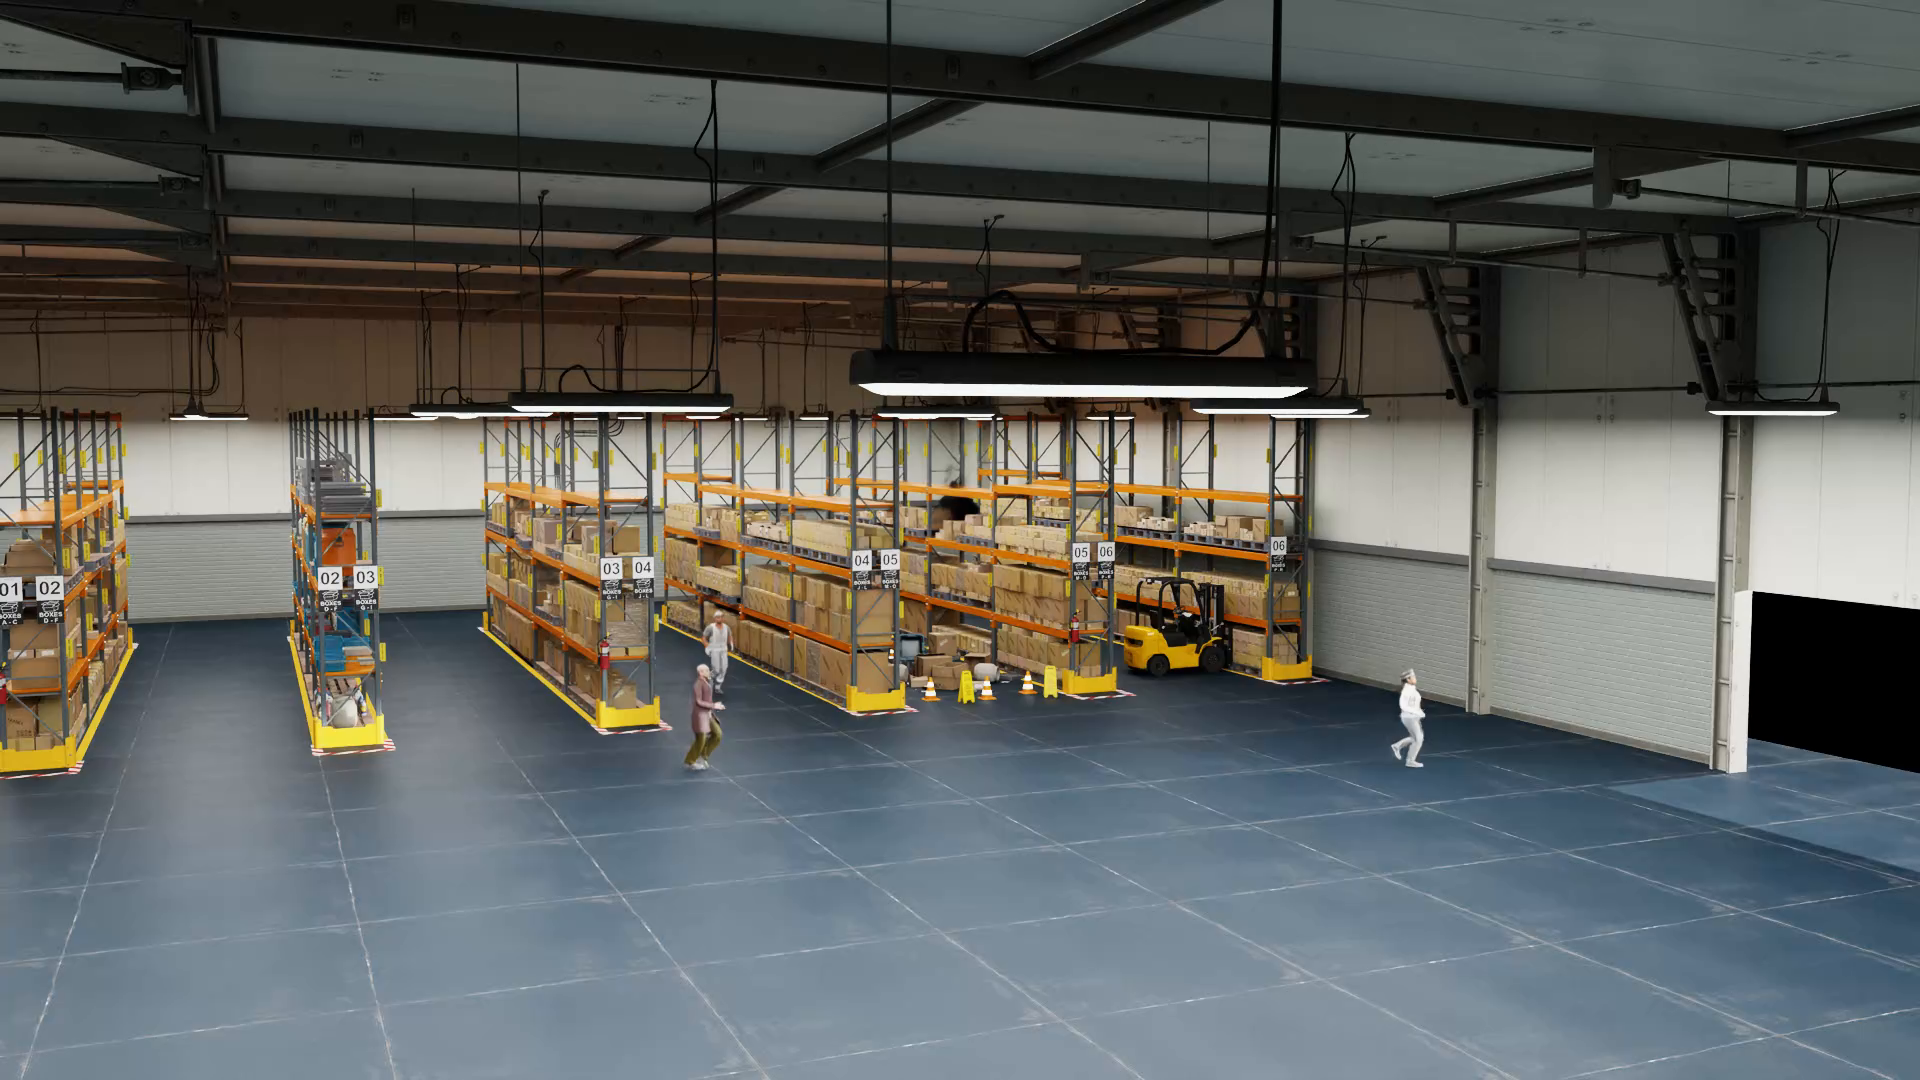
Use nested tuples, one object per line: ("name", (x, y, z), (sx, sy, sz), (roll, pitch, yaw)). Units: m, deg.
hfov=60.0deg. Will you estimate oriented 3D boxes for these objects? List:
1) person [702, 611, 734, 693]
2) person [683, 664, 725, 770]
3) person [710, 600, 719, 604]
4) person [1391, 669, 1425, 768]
("person", (-5.116, 2.377, 35.321), (0.673, 1.751, 0.590), (-3, 5, -33))
("person", (-4.199, 2.935, 27.397), (0.744, 1.798, 0.732), (1, 4, 10))
("person", (-7.336, 1.388, 49.233), (0.887, 1.779, 0.691), (2, 5, 31))
("person", (7.482, 2.956, 27.707), (0.559, 1.646, 0.613), (2, 4, 24))
